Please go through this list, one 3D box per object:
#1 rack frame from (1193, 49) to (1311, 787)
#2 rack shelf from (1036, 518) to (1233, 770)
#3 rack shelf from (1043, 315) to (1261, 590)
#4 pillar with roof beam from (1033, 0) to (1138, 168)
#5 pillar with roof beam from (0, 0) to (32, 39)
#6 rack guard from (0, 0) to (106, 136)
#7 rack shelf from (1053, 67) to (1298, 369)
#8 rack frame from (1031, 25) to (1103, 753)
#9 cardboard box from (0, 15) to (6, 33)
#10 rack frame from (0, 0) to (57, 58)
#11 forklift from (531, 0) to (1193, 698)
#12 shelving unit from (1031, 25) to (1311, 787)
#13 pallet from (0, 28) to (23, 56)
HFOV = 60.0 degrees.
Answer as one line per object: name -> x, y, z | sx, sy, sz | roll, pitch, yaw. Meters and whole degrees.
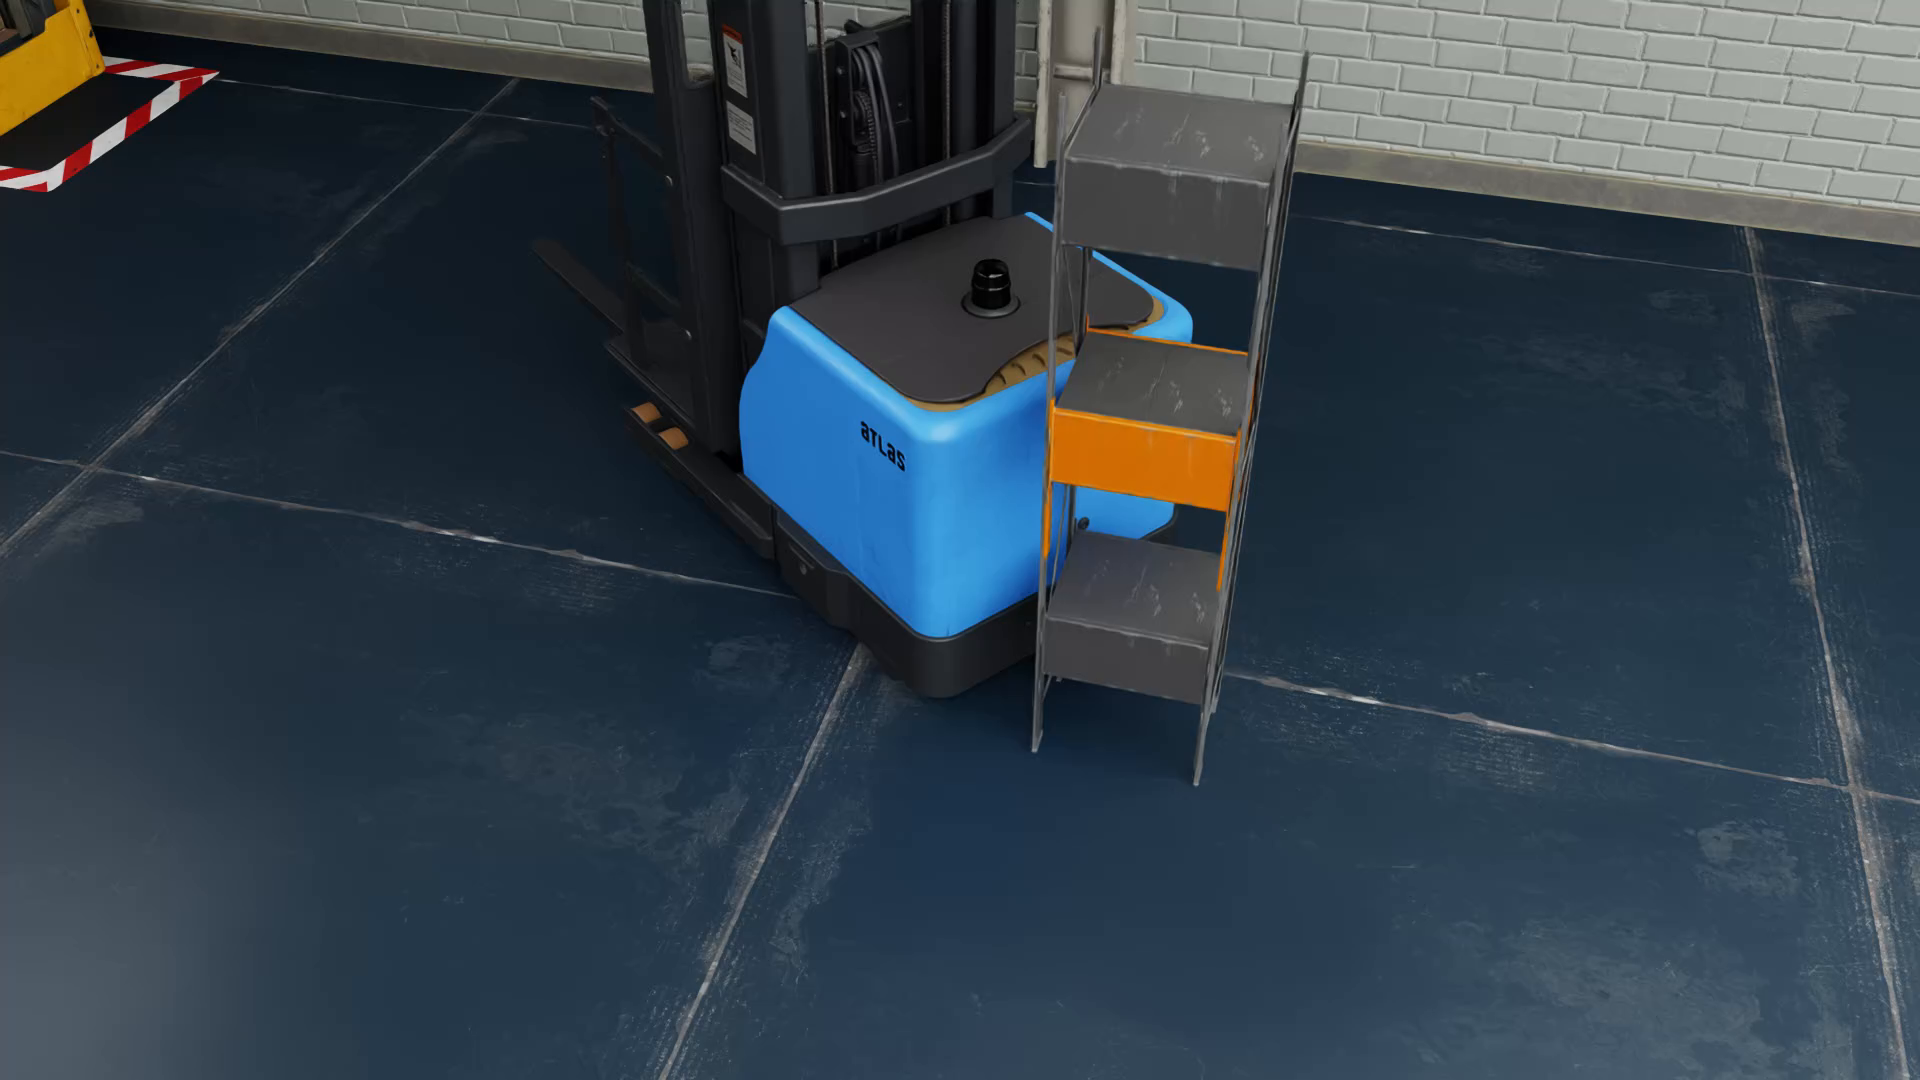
rack frame -> 0.746, -0.202, 4.358 | 0.015, 2.100, 0.400 | 10, 41, 12
rack shelf -> 0.511, 0.301, 4.868 | 0.480, 0.518, 0.431 | 10, 41, 12
rack shelf -> 0.511, -0.235, 4.418 | 0.480, 0.518, 0.431 | 10, 41, 12
pillar with roof beam -> -0.536, -2.596, 1.844 | 0.400, 9.000, 9.100 | 10, 41, 11
pillar with roof beam -> -6.332, -3.593, 3.032 | 0.400, 9.000, 9.100 | 10, 41, 11
rack guard -> -4.757, -2.334, 8.140 | 0.348, 0.500, 1.175 | 10, 41, 11
rack shelf -> 0.511, -0.771, 3.968 | 0.480, 0.518, 0.431 | 10, 41, 12
rack frame -> 0.277, -0.288, 4.461 | 0.015, 2.100, 0.400 | 10, 41, 12
cardboard box -> -5.204, -2.606, 8.332 | 0.500, 0.250, 0.500 | 10, 41, 12
rack frame -> -4.780, -3.295, 7.341 | 0.127, 3.000, 1.000 | 10, 41, 11
forklift -> -0.588, -1.536, 5.300 | 1.130, 2.935, 3.031 | -26, 47, -28
shelving unit -> 0.511, -0.245, 4.409 | 0.503, 2.100, 0.431 | 10, 41, 12
pallet -> -5.529, -2.328, 8.358 | 1.213, 0.211, 1.003 | 10, 41, 11
